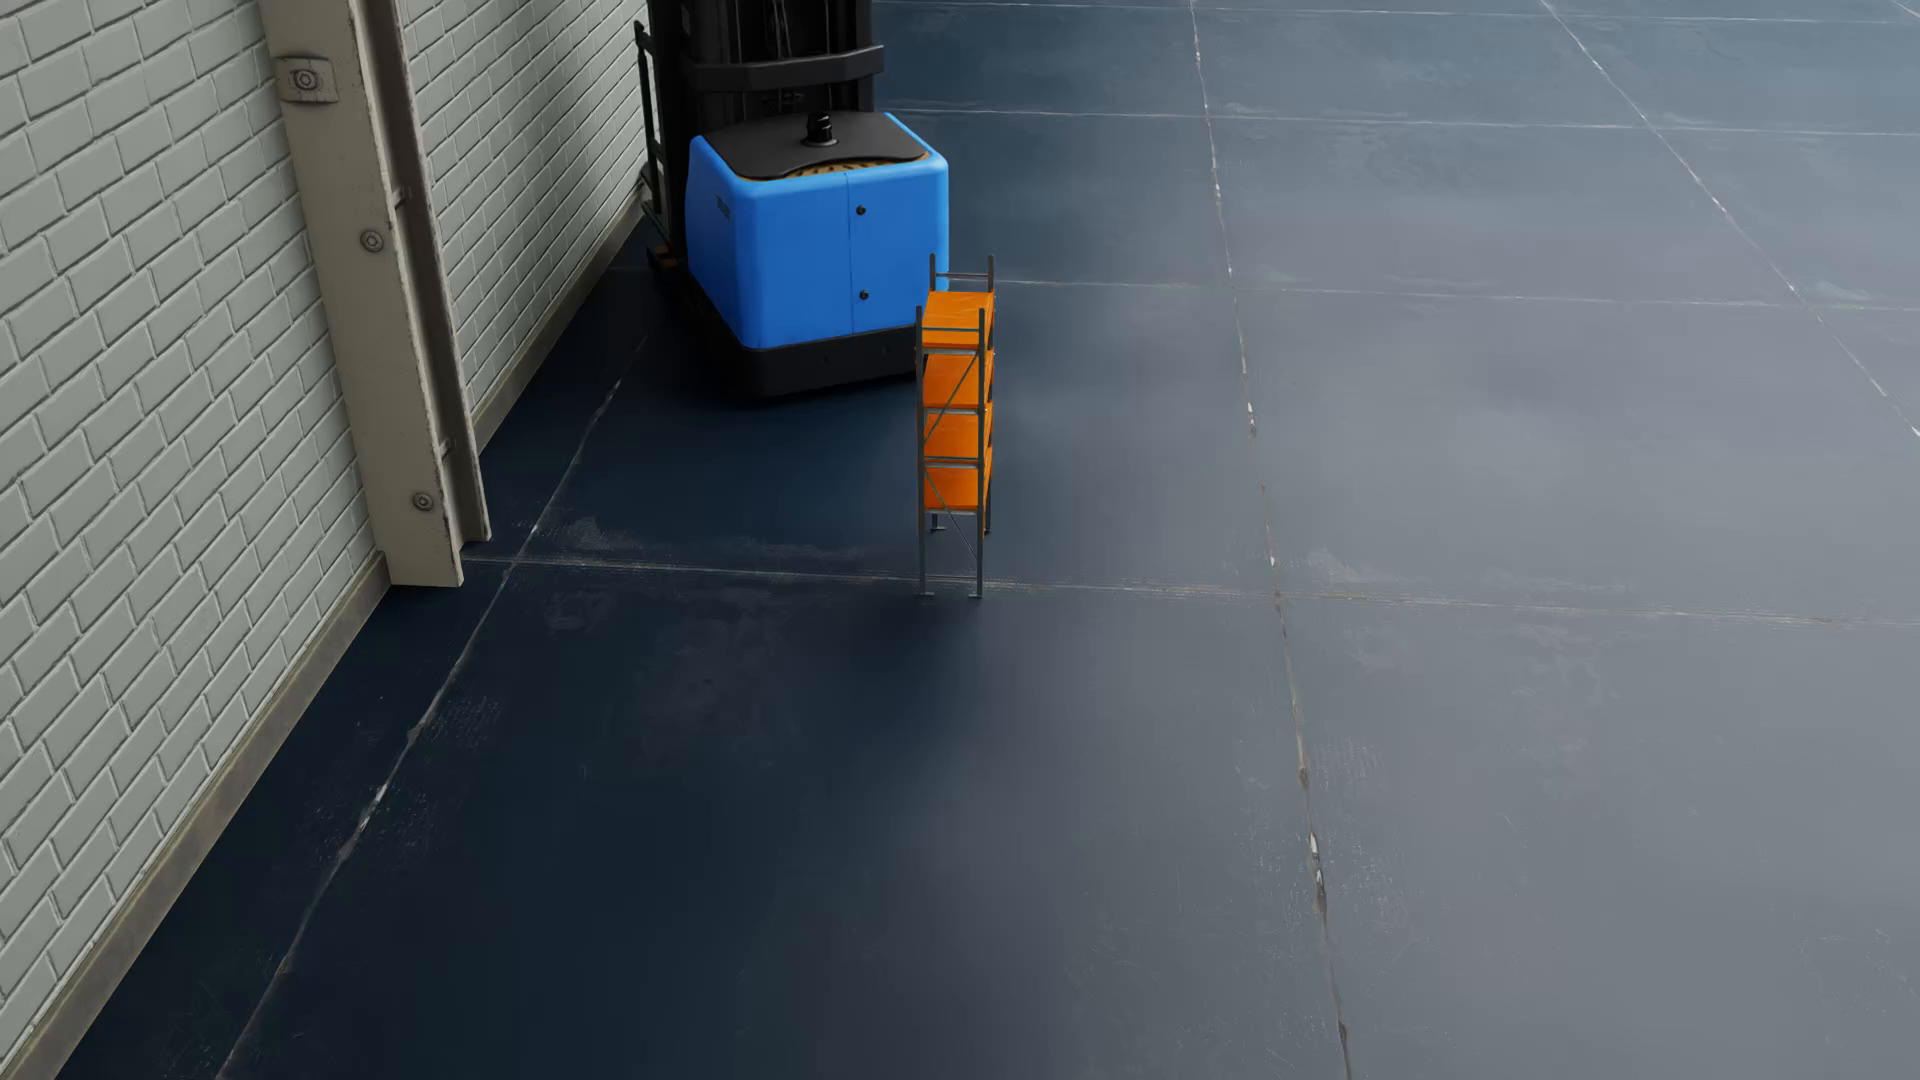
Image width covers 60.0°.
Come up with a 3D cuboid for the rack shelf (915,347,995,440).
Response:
[{"bbox_3d":[-0.013,-0.557,6.213,0.258,0.148,0.480,2,32,4],"label":"rack shelf"}]

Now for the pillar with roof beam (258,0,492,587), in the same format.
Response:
[{"bbox_3d":[2.211,-3.575,3.973,9.100,9.000,0.400,2,32,4],"label":"pillar with roof beam"}]

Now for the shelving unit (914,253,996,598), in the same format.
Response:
[{"bbox_3d":[-0.013,-0.424,6.295,0.258,1.200,0.503,2,32,4],"label":"shelving unit"}]

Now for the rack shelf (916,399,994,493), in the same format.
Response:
[{"bbox_3d":[-0.013,-0.367,6.330,0.258,0.148,0.480,2,32,4],"label":"rack shelf"}]

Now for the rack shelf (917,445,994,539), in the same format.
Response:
[{"bbox_3d":[-0.013,-0.198,6.434,0.258,0.148,0.480,2,32,4],"label":"rack shelf"}]

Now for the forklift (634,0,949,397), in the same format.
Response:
[{"bbox_3d":[-1.062,-2.667,8.284,1.130,2.935,3.031,-12,34,-19],"label":"forklift"}]

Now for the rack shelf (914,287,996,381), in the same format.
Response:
[{"bbox_3d":[-0.013,-0.759,6.089,0.258,0.148,0.480,2,32,4],"label":"rack shelf"}]

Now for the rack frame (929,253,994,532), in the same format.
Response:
[{"bbox_3d":[0.006,-0.552,6.502,0.240,1.200,0.015,2,32,4],"label":"rack frame"}]

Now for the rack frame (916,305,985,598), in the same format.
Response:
[{"bbox_3d":[-0.033,-0.297,6.088,0.240,1.200,0.015,2,32,4],"label":"rack frame"}]
